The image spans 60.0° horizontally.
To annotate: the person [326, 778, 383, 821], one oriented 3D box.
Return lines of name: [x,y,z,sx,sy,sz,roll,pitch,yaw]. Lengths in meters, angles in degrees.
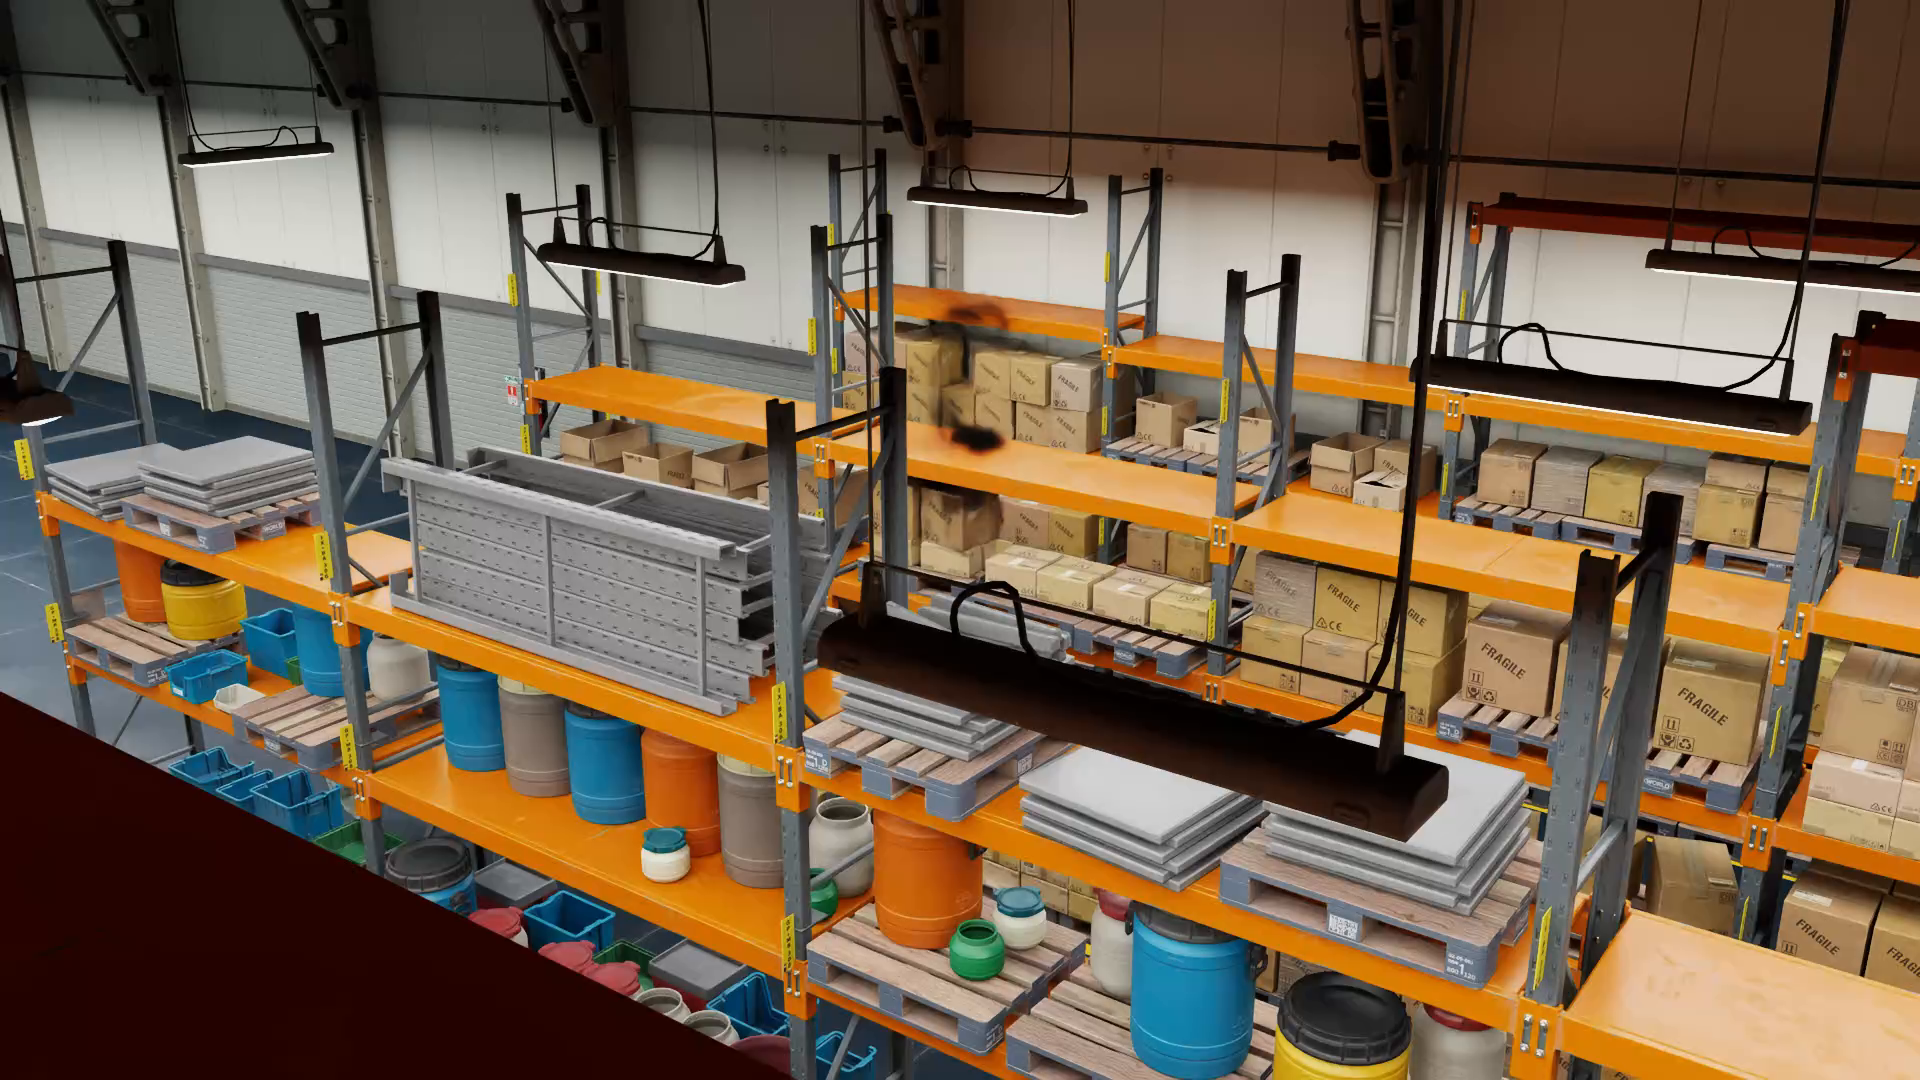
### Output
person: [-5.962,2.126,16.077,0.535,1.707,0.701,1,19,4]
